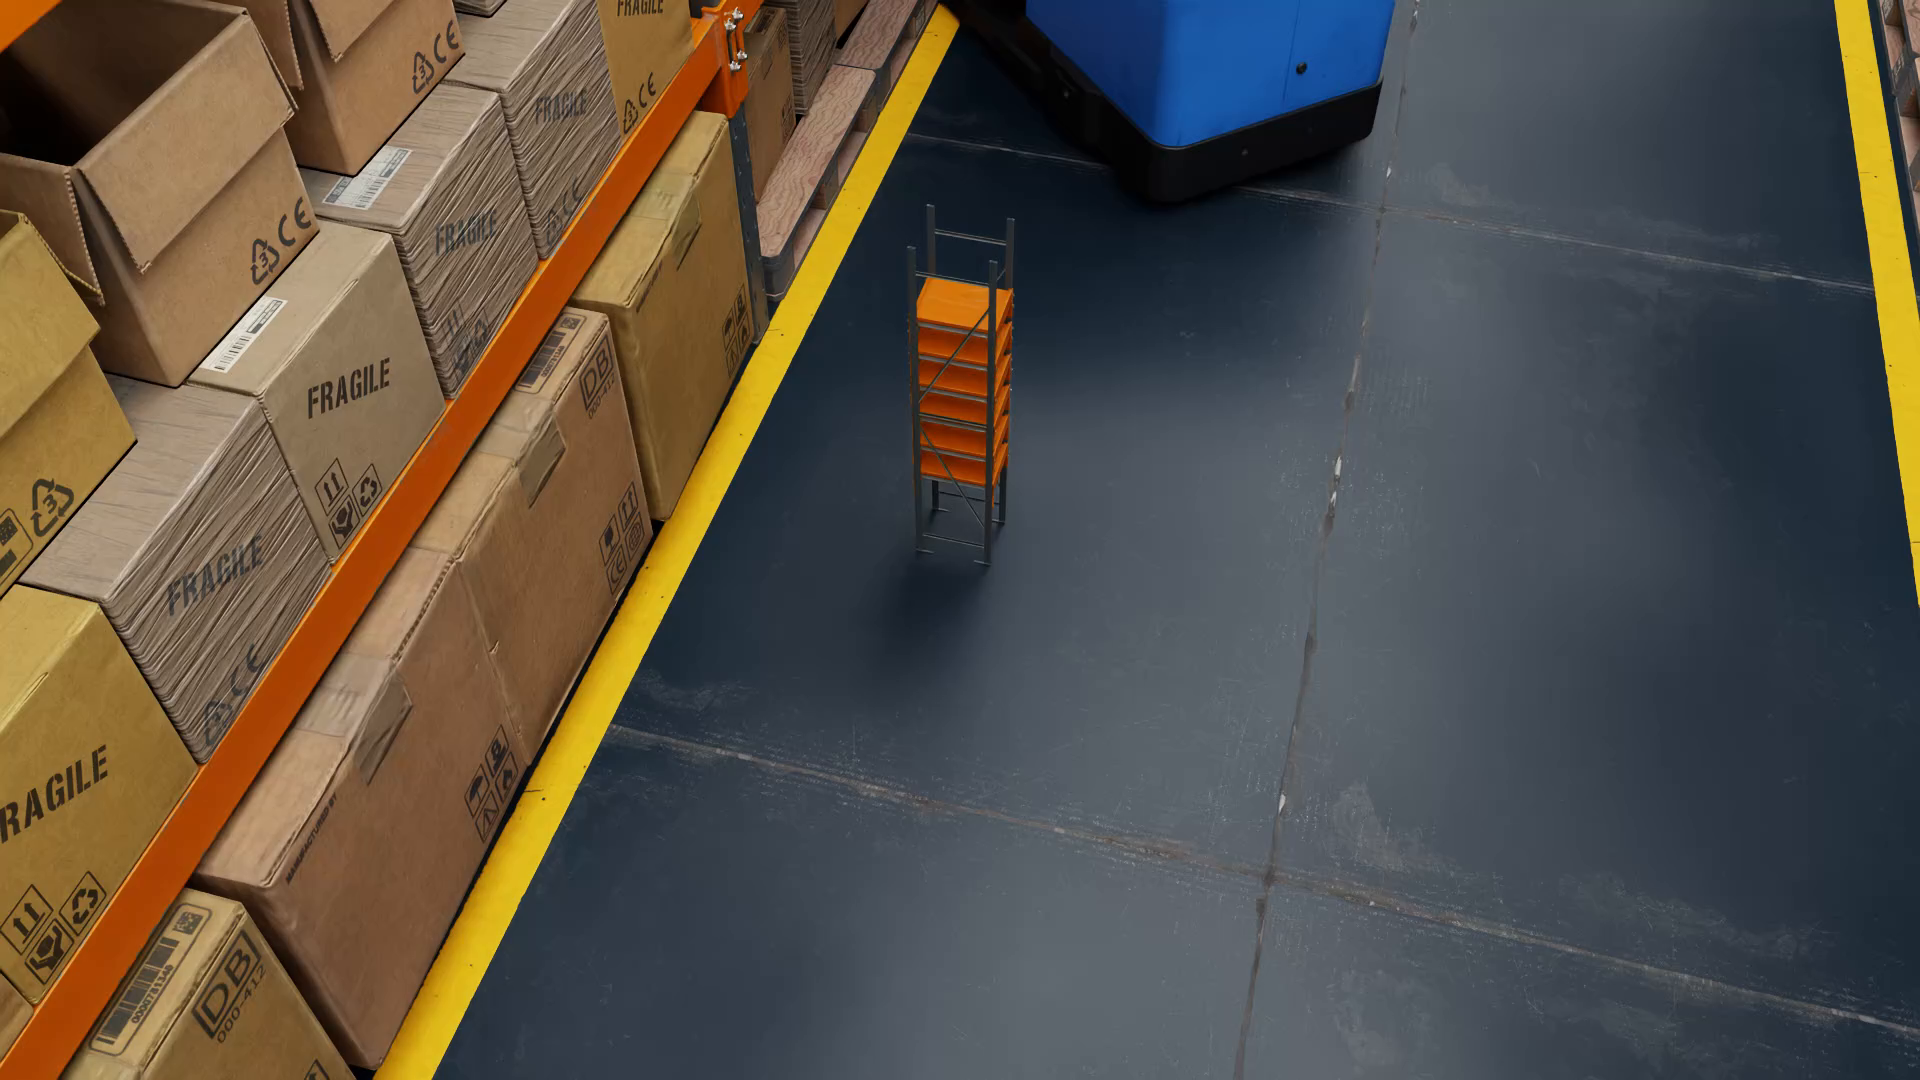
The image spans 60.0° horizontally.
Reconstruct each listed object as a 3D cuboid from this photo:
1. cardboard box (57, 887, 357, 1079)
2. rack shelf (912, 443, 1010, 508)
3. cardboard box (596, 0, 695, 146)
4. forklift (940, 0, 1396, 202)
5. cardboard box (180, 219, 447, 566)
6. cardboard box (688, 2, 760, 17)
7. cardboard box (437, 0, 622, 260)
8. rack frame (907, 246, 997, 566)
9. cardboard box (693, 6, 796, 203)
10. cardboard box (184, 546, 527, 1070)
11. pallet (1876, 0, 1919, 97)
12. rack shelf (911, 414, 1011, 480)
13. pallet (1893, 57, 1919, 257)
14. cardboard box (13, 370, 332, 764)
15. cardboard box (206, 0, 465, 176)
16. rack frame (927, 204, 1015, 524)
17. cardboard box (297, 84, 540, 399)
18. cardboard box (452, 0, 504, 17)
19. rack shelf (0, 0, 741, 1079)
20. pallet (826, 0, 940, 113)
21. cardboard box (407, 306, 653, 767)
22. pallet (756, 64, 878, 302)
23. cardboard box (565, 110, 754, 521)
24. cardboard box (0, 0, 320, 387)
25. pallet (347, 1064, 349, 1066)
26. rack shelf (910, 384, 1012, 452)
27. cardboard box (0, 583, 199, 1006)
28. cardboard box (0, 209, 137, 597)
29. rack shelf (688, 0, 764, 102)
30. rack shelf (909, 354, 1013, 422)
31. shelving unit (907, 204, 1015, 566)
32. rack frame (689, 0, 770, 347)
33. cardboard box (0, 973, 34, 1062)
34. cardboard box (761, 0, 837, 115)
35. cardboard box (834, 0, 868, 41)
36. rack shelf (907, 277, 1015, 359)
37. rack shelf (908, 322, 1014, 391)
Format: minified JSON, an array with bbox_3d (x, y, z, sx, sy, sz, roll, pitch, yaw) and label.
[{"bbox_3d":[-2.080,1.176,3.349,1.225,0.875,0.875,12,50,10],"label":"cardboard box"},{"bbox_3d":[0.004,-0.219,5.023,0.258,0.103,0.180,12,50,10],"label":"rack shelf"},{"bbox_3d":[-1.067,-1.442,4.455,0.500,0.500,0.500,13,50,11],"label":"cardboard box"},{"bbox_3d":[0.507,-3.357,6.258,1.130,2.935,3.031,-21,52,-18],"label":"forklift"},{"bbox_3d":[-1.472,-0.339,3.481,0.500,0.500,0.500,12,50,11],"label":"cardboard box"},{"bbox_3d":[-1.029,-1.872,5.775,0.500,0.250,0.500,13,50,12],"label":"cardboard box"},{"bbox_3d":[-1.204,-1.083,4.138,0.500,0.500,0.500,11,50,10],"label":"cardboard box"},{"bbox_3d":[-0.020,-0.341,4.751,0.240,1.200,0.006,12,50,10],"label":"rack frame"},{"bbox_3d":[-1.019,-1.622,6.055,0.700,0.500,0.500,9,49,8],"label":"cardboard box"},{"bbox_3d":[-1.845,0.529,3.919,1.225,0.875,0.875,10,49,9],"label":"cardboard box"},{"bbox_3d":[4.486,-2.232,7.079,1.003,0.211,1.213,12,50,10],"label":"pallet"},{"bbox_3d":[0.004,-0.299,4.933,0.258,0.103,0.180,12,50,10],"label":"rack shelf"},{"bbox_3d":[4.167,-1.347,6.298,1.003,0.211,1.213,12,50,10],"label":"pallet"},{"bbox_3d":[-1.603,0.036,3.151,0.500,0.500,0.500,11,49,9],"label":"cardboard box"},{"bbox_3d":[-1.558,-1.183,3.558,0.797,0.503,0.637,13,50,11],"label":"cardboard box"},{"bbox_3d":[0.028,-0.474,4.868,0.240,1.200,0.006,12,50,10],"label":"rack frame"},{"bbox_3d":[-1.337,-0.706,3.806,0.500,0.500,0.500,10,49,9],"label":"cardboard box"},{"bbox_3d":[-1.384,-1.654,3.974,0.797,0.503,0.637,13,50,11],"label":"cardboard box"},{"bbox_3d":[-1.702,-0.130,3.844,1.077,0.370,4.000,12,50,10],"label":"rack shelf"},{"bbox_3d":[-0.646,-2.337,7.172,1.003,0.211,1.213,12,50,10],"label":"pallet"},{"bbox_3d":[-1.620,-0.112,4.486,1.225,0.875,0.875,12,50,10],"label":"cardboard box"},{"bbox_3d":[-0.969,-1.457,6.395,1.003,0.211,1.213,12,50,10],"label":"pallet"},{"bbox_3d":[-1.378,-0.756,5.053,1.225,0.875,0.875,9,49,8],"label":"cardboard box"},{"bbox_3d":[-1.728,-0.697,3.129,0.797,0.503,0.637,13,50,11],"label":"cardboard box"},{"bbox_3d":[-2.098,1.428,3.849,1.003,0.211,1.213,12,50,10],"label":"pallet"},{"bbox_3d":[0.004,-0.378,4.843,0.258,0.103,0.180,12,50,10],"label":"rack shelf"},{"bbox_3d":[-1.735,0.398,2.831,0.500,0.500,0.500,12,50,10],"label":"cardboard box"},{"bbox_3d":[-1.877,-0.244,2.729,0.797,0.503,0.637,12,50,10],"label":"cardboard box"},{"bbox_3d":[-0.650,-3.023,6.398,1.077,0.370,4.000,12,50,10],"label":"rack shelf"},{"bbox_3d":[0.004,-0.458,4.753,0.258,0.103,0.180,12,50,10],"label":"rack shelf"},{"bbox_3d":[0.004,-0.407,4.809,0.258,1.200,0.189,12,50,10],"label":"shelving unit"},{"bbox_3d":[-1.176,-1.815,4.851,1.000,3.000,0.127,12,50,10],"label":"rack frame"},{"bbox_3d":[-1.867,0.762,2.510,0.500,0.500,0.500,12,50,10],"label":"cardboard box"},{"bbox_3d":[-0.885,-2.026,6.411,0.700,0.500,0.500,8,49,7],"label":"cardboard box"},{"bbox_3d":[-0.743,-2.437,6.774,0.700,0.500,0.500,15,50,13],"label":"cardboard box"},{"bbox_3d":[0.004,-0.616,4.573,0.258,0.103,0.180,12,50,10],"label":"rack shelf"},{"bbox_3d":[0.004,-0.537,4.663,0.258,0.103,0.180,12,50,10],"label":"rack shelf"}]
